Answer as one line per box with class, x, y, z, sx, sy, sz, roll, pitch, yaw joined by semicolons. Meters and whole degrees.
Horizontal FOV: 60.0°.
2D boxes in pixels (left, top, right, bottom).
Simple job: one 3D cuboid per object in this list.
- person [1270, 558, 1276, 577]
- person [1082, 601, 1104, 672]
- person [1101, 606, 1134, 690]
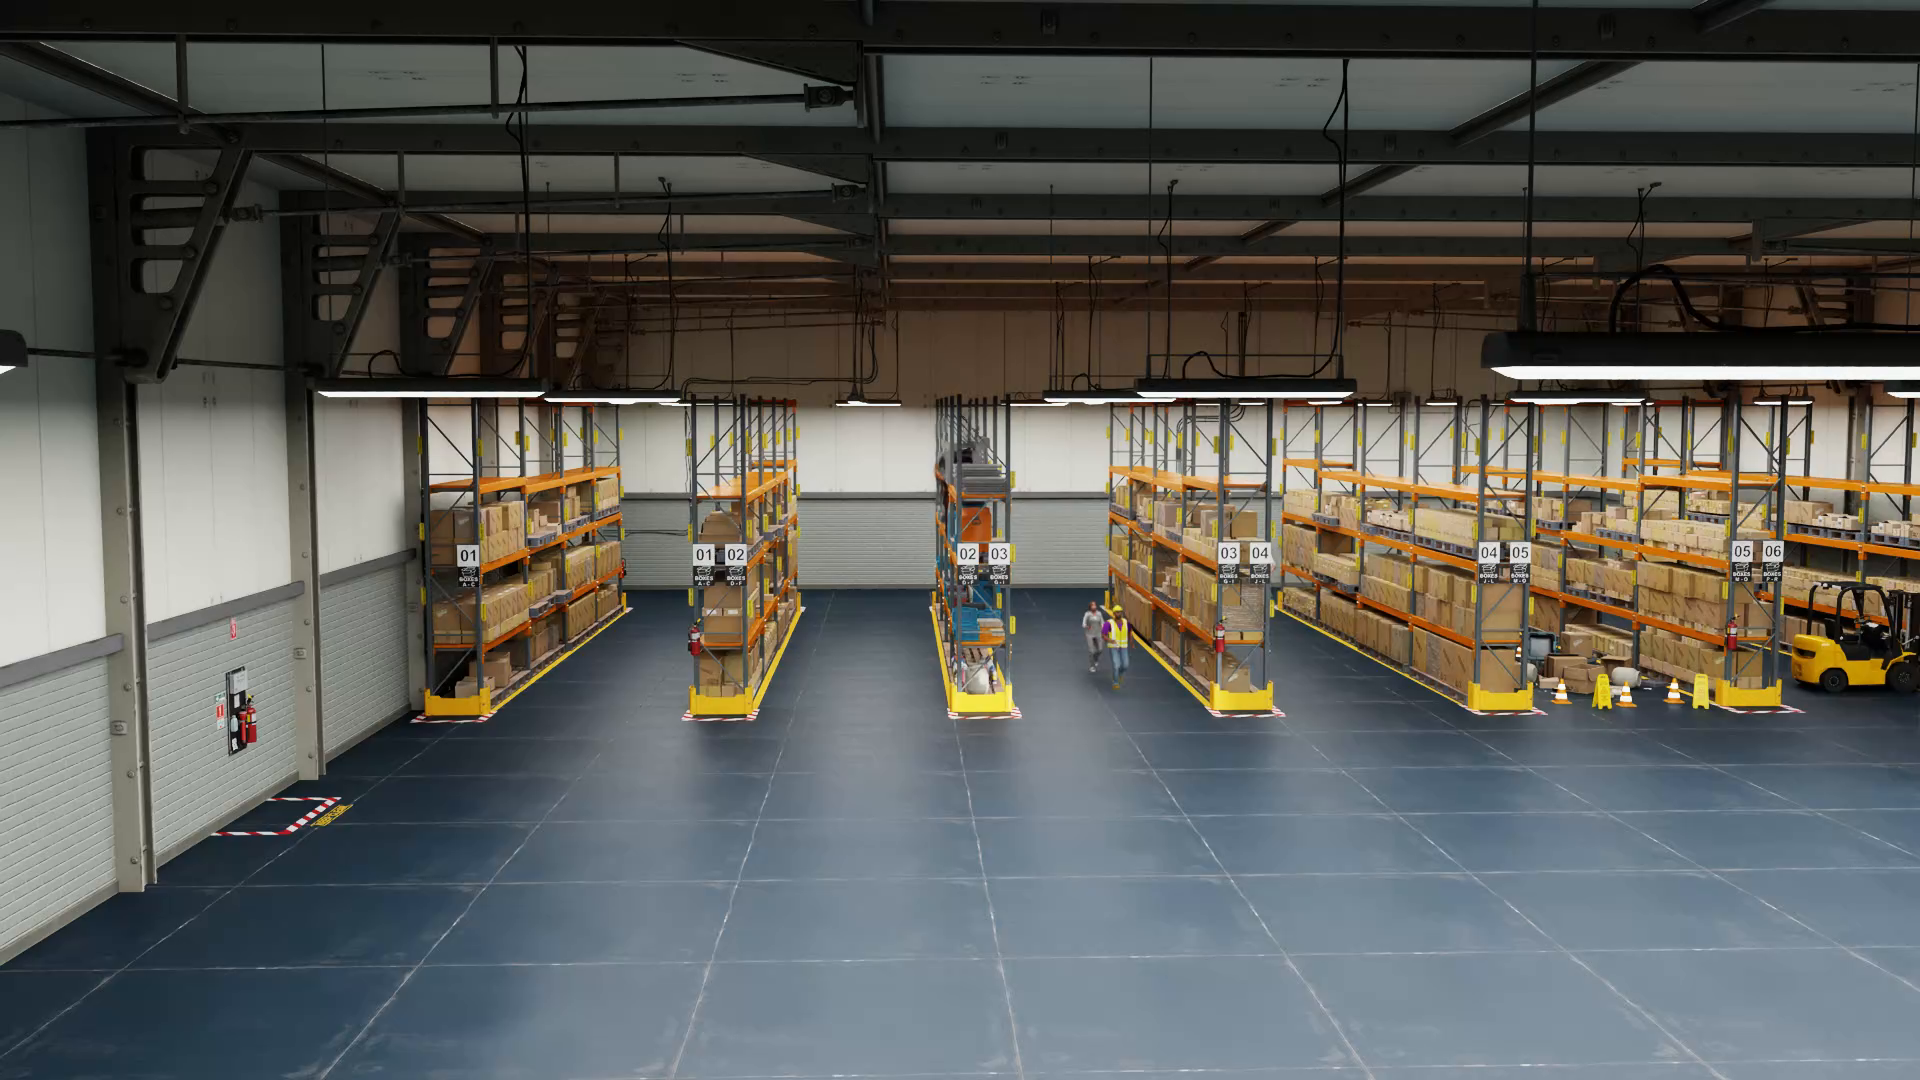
person;8.847;1.044;48.576;0.523;1.732;0.735;-2;5;-25
person;2.919;2.096;36.061;0.524;1.558;0.537;-1;5;-10
person;3.238;2.198;33.888;0.698;1.723;0.535;-1;5;-13
